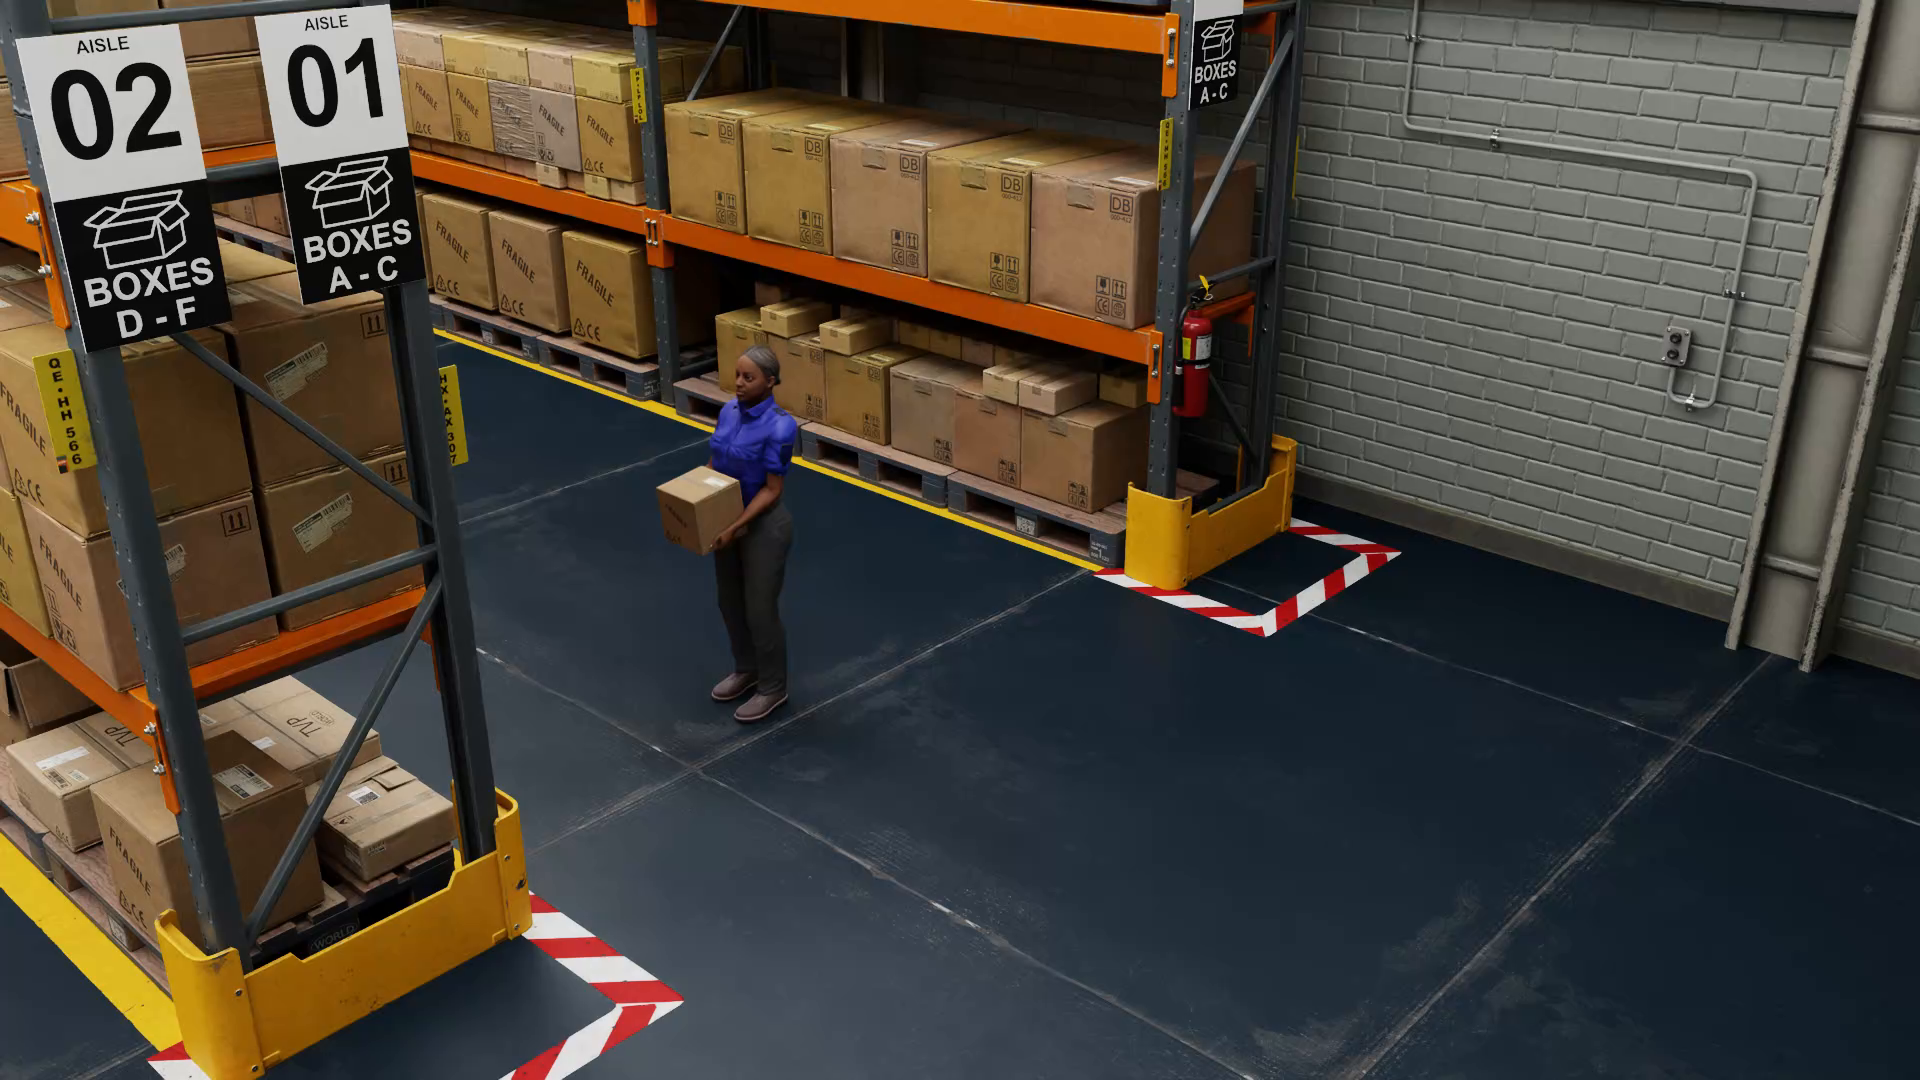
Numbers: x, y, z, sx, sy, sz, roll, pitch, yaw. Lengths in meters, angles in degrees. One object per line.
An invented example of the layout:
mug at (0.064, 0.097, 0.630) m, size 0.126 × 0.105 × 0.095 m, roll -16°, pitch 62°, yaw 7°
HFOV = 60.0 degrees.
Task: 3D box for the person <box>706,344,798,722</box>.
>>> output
person at (-0.953, -0.018, 7.162) m, size 0.450 × 1.647 × 0.517 m, roll 21°, pitch 31°, yaw 38°
